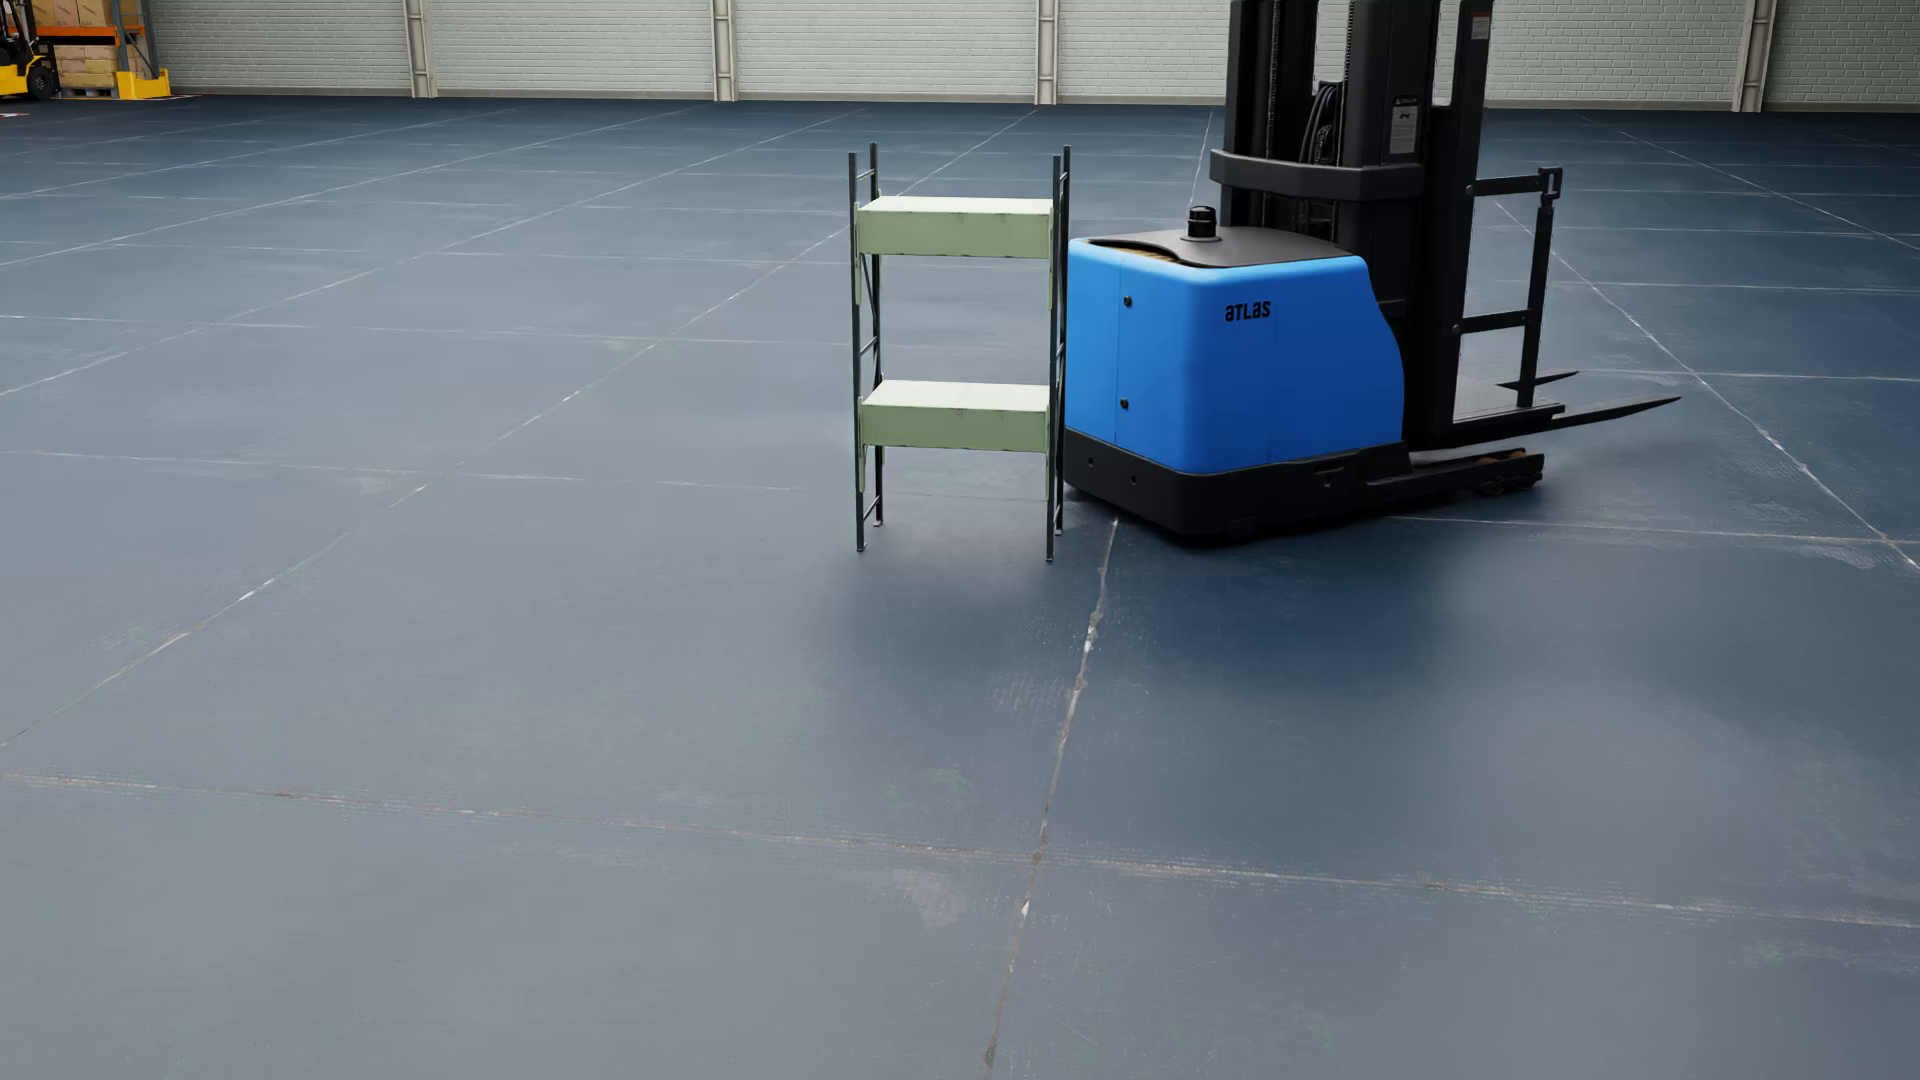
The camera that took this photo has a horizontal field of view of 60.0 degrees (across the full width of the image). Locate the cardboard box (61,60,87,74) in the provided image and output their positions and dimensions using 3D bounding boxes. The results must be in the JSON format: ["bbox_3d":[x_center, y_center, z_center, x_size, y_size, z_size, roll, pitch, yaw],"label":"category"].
[{"bbox_3d":[-16.687,-9.016,31.623,0.500,0.250,0.500,3,19,8],"label":"cardboard box"}]

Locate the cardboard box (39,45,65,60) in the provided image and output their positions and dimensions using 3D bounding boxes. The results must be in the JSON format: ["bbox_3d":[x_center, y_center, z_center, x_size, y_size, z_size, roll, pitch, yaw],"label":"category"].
[{"bbox_3d":[-17.173,-9.269,31.592,0.500,0.250,0.500,3,19,9],"label":"cardboard box"}]

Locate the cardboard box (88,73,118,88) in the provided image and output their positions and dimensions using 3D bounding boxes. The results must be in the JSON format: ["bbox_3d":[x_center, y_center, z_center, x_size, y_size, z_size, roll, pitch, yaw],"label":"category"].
[{"bbox_3d":[-16.178,-8.748,31.611,0.500,0.250,0.500,3,19,9],"label":"cardboard box"}]

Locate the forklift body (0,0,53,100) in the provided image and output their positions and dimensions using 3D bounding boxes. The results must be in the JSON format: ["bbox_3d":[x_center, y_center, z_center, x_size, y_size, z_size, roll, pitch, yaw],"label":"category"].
[{"bbox_3d":[-17.825,-9.050,30.178,1.214,2.155,2.313,3,19,9],"label":"forklift body"}]

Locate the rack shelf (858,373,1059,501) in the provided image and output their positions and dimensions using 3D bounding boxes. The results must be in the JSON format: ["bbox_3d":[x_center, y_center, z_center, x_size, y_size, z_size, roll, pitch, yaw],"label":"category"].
[{"bbox_3d":[0.007,-0.402,6.386,0.720,0.370,0.431,3,19,9],"label":"rack shelf"}]

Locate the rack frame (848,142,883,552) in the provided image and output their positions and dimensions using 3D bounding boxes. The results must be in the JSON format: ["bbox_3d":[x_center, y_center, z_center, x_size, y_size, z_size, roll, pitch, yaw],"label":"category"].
[{"bbox_3d":[-0.355,-0.729,6.337,0.023,1.500,0.400,3,19,9],"label":"rack frame"}]

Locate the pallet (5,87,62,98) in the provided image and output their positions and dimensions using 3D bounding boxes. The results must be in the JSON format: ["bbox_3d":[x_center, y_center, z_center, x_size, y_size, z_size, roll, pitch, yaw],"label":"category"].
[{"bbox_3d":[-17.626,-8.693,32.170,1.213,0.211,1.003,3,19,9],"label":"pallet"}]

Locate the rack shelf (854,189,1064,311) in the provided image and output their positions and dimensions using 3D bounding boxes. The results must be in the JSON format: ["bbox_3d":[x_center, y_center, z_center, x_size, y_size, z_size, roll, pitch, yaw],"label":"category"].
[{"bbox_3d":[0.007,-1.081,6.159,0.720,0.370,0.431,3,19,9],"label":"rack shelf"}]

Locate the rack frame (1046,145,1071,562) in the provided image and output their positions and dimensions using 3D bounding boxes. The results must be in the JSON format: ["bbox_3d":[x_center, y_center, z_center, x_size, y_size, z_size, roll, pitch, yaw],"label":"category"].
[{"bbox_3d":[0.368,-0.692,6.227,0.023,1.500,0.400,3,19,9],"label":"rack frame"}]

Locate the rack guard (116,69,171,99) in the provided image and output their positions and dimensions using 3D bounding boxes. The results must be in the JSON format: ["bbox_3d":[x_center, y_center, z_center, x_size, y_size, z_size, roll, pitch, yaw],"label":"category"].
[{"bbox_3d":[-15.640,-8.742,31.859,0.348,0.500,1.175,3,19,9],"label":"rack guard"}]

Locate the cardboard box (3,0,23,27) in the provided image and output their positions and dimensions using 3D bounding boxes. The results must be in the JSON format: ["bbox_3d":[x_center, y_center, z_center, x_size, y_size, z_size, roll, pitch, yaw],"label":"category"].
[{"bbox_3d":[-17.706,-9.995,31.507,0.500,0.500,0.500,3,19,9],"label":"cardboard box"}]

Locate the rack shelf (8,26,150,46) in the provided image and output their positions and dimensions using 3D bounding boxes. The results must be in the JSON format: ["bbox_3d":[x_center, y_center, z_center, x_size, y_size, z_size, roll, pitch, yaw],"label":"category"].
[{"bbox_3d":[-17.638,-9.688,31.881,4.000,0.370,1.077,3,19,9],"label":"rack shelf"}]

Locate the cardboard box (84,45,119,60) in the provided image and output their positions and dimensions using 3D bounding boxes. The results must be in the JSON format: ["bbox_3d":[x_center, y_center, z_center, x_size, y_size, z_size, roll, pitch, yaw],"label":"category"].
[{"bbox_3d":[-16.168,-9.223,31.454,0.500,0.250,0.500,4,19,10],"label":"cardboard box"}]

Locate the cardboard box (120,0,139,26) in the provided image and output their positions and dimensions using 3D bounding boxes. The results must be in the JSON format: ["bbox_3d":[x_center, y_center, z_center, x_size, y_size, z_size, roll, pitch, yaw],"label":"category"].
[{"bbox_3d":[-16.109,-10.088,31.785,0.500,0.500,0.500,4,19,10],"label":"cardboard box"}]

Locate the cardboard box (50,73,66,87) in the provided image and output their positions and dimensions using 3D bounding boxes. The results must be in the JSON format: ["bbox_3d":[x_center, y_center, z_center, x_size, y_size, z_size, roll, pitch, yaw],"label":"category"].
[{"bbox_3d":[-17.160,-8.804,31.778,0.500,0.250,0.500,3,19,9],"label":"cardboard box"}]

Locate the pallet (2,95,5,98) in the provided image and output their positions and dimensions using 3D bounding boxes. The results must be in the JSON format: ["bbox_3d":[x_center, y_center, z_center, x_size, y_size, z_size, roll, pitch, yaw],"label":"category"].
[{"bbox_3d":[-18.834,-8.754,32.351,1.213,0.211,1.003,3,19,9],"label":"pallet"}]

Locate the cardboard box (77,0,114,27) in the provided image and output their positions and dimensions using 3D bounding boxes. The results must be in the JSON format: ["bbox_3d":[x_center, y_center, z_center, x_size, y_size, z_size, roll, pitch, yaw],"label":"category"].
[{"bbox_3d":[-16.191,-9.918,31.278,0.500,0.500,0.500,3,19,7],"label":"cardboard box"}]

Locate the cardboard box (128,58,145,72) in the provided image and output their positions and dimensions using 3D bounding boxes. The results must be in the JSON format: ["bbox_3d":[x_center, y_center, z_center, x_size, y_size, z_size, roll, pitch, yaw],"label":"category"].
[{"bbox_3d":[-16.095,-9.149,32.022,0.500,0.250,0.500,3,19,10],"label":"cardboard box"}]

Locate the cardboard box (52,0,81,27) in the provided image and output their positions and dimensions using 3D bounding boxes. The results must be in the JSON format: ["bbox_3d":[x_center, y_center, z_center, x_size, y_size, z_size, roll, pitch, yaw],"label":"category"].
[{"bbox_3d":[-16.702,-9.947,31.365,0.500,0.500,0.500,4,19,10],"label":"cardboard box"}]

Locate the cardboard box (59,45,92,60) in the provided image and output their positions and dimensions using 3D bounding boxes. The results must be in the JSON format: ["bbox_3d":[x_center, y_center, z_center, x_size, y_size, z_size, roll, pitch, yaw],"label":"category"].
[{"bbox_3d":[-16.673,-9.247,31.526,0.500,0.250,0.500,3,19,10],"label":"cardboard box"}]

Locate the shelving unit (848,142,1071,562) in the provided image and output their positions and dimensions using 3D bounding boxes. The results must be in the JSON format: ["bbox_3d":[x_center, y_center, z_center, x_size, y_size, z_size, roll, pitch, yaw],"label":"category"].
[{"bbox_3d":[0.007,-0.711,6.282,0.755,1.500,0.431,3,19,9],"label":"shelving unit"}]

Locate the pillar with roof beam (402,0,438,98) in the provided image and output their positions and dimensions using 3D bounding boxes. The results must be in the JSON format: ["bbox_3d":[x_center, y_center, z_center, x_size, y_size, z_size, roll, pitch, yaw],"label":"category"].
[{"bbox_3d":[-10.967,-11.440,26.530,0.400,9.000,9.100,3,19,9],"label":"pillar with roof beam"}]

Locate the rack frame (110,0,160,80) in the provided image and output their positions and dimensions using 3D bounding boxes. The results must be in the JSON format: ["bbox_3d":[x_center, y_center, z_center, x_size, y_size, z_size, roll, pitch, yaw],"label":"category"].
[{"bbox_3d":[-15.664,-9.928,31.466,0.127,3.000,1.000,3,19,9],"label":"rack frame"}]

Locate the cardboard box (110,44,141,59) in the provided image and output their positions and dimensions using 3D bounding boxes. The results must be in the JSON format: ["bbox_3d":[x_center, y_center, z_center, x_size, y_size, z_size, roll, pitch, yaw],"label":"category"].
[{"bbox_3d":[-16.108,-9.381,31.927,0.500,0.250,0.500,3,19,8],"label":"cardboard box"}]

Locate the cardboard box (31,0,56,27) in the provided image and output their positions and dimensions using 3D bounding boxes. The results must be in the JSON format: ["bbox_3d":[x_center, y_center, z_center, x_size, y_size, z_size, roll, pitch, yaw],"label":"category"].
[{"bbox_3d":[-17.208,-9.973,31.442,0.500,0.500,0.500,3,19,8],"label":"cardboard box"}]

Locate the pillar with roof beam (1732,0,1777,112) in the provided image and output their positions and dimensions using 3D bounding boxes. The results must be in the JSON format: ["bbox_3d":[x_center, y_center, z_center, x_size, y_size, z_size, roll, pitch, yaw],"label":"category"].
[{"bbox_3d":[12.729,-10.232,22.920,0.400,9.000,9.100,3,19,9],"label":"pillar with roof beam"}]

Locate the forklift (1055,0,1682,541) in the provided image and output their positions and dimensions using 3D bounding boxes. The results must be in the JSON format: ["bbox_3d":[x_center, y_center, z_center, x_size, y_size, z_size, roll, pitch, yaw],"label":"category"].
[{"bbox_3d":[1.927,-1.709,7.008,3.031,2.935,1.130,-10,21,-28],"label":"forklift"}]

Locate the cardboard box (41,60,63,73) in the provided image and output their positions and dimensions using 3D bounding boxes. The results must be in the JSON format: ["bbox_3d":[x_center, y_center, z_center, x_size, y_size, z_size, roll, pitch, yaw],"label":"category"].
[{"bbox_3d":[-17.200,-9.035,31.681,0.500,0.250,0.500,2,19,7],"label":"cardboard box"}]

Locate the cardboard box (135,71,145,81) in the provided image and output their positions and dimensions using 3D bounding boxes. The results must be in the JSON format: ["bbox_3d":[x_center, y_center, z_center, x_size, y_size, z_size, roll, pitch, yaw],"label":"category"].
[{"bbox_3d":[-16.117,-8.909,32.093,0.500,0.250,0.500,3,19,9],"label":"cardboard box"}]

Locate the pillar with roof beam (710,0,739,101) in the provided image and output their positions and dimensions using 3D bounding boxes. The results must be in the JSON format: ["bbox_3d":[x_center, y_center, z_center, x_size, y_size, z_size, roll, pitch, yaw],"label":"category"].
[{"bbox_3d":[-5.043,-11.138,25.627,0.400,9.000,9.100,3,19,9],"label":"pillar with roof beam"}]

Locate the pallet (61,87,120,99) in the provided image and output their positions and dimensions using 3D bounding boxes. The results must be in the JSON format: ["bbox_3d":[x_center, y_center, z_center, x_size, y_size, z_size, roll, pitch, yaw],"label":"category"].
[{"bbox_3d":[-16.425,-8.631,31.984,1.213,0.211,1.003,3,19,9],"label":"pallet"}]

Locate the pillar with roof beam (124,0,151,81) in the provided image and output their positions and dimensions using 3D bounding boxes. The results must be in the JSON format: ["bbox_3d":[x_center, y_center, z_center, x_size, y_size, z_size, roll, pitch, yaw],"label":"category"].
[{"bbox_3d":[-16.891,-11.742,27.432,0.400,9.000,9.100,3,19,9],"label":"pillar with roof beam"}]

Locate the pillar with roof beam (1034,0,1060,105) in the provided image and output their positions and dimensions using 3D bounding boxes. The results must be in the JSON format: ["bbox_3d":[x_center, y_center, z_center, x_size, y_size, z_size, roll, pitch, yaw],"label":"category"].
[{"bbox_3d":[0.881,-10.836,24.725,0.400,9.000,9.100,3,19,9],"label":"pillar with roof beam"}]

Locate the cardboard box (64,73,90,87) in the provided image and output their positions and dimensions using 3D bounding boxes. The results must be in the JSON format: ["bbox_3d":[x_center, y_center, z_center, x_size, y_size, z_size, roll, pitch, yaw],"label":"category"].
[{"bbox_3d":[-16.667,-8.776,31.694,0.500,0.250,0.500,3,19,9],"label":"cardboard box"}]

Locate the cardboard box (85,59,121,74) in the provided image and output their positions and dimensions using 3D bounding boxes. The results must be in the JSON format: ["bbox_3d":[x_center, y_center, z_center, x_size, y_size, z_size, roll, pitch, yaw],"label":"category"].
[{"bbox_3d":[-16.194,-8.987,31.537,0.500,0.250,0.500,3,19,8],"label":"cardboard box"}]
